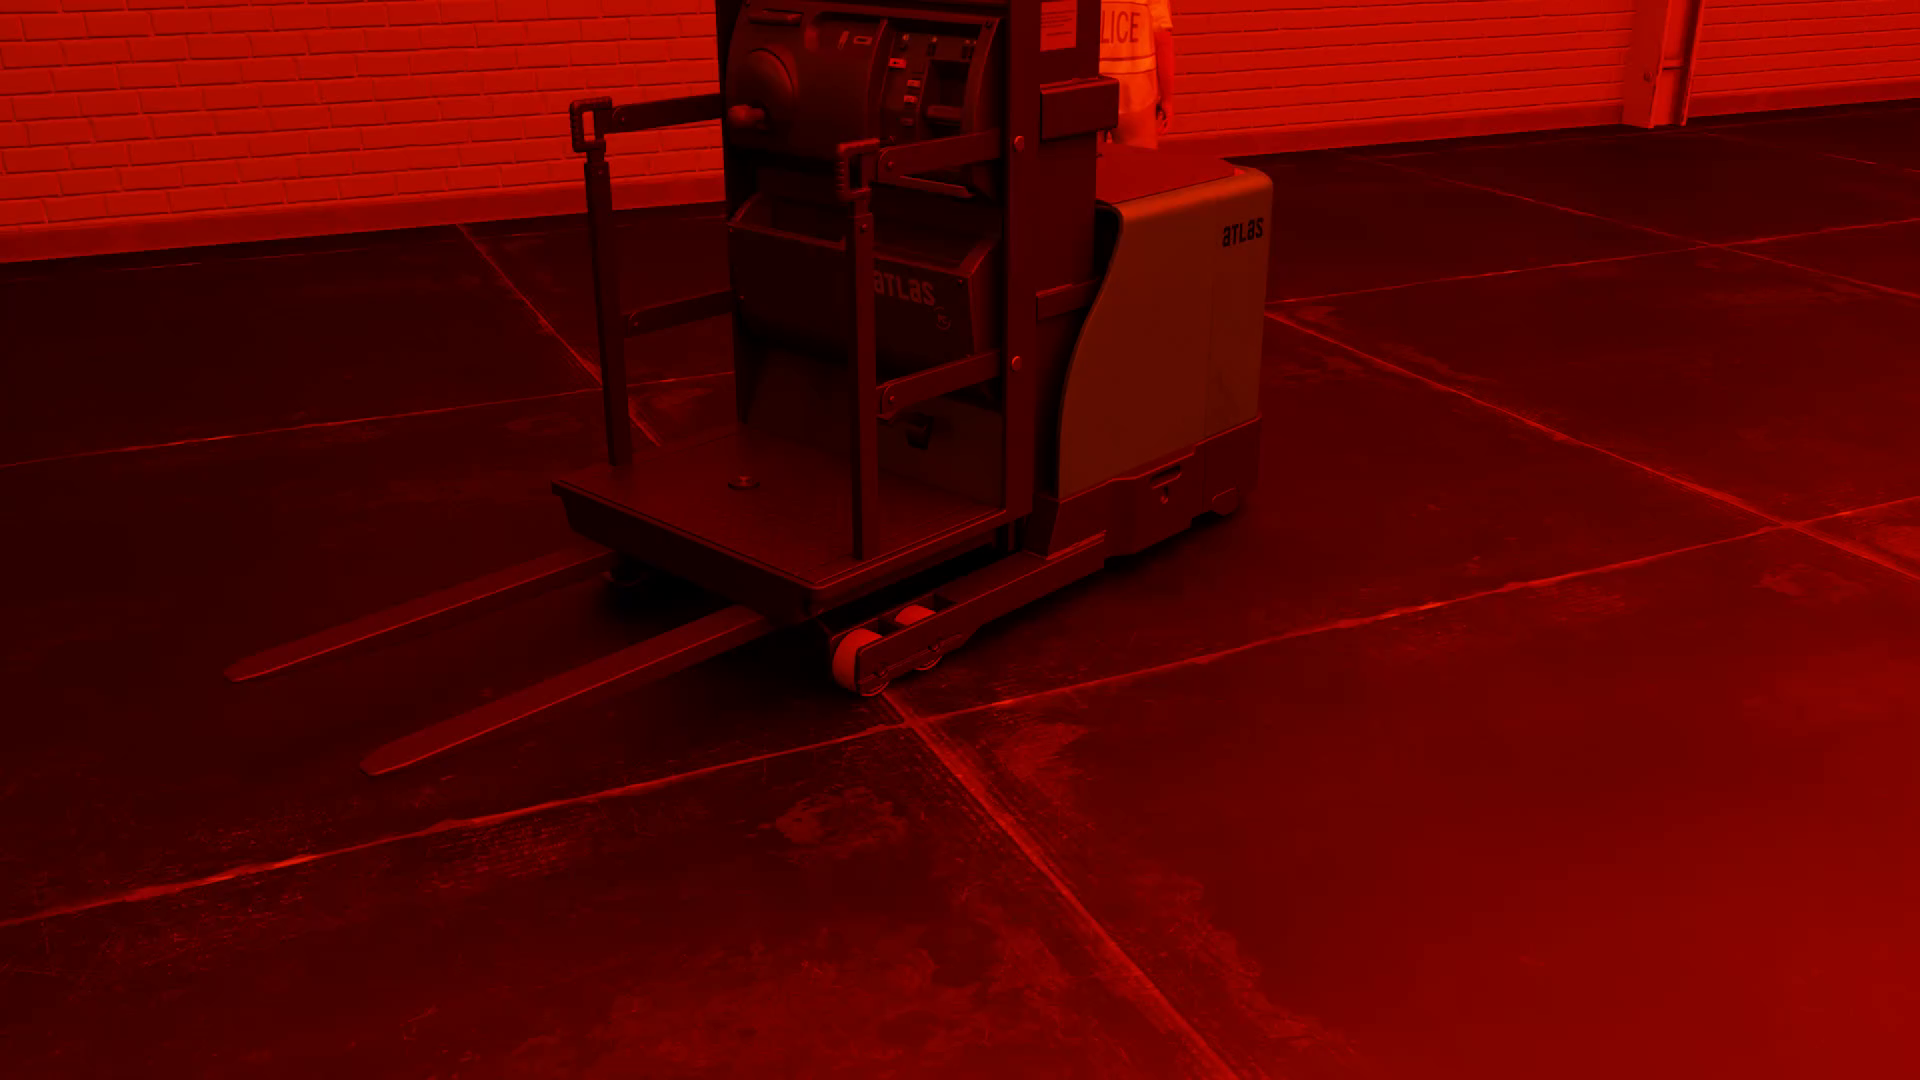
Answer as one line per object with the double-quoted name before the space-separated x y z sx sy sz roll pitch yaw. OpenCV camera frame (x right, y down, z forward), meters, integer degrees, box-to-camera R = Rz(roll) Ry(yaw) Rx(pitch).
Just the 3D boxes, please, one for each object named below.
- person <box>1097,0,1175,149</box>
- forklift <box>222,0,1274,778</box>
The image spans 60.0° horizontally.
"person" 0.697 -2.026 7.701 0.607 1.750 0.438 4 23 10
"forklift" -0.413 -1.182 4.131 1.130 2.935 3.031 19 29 39
